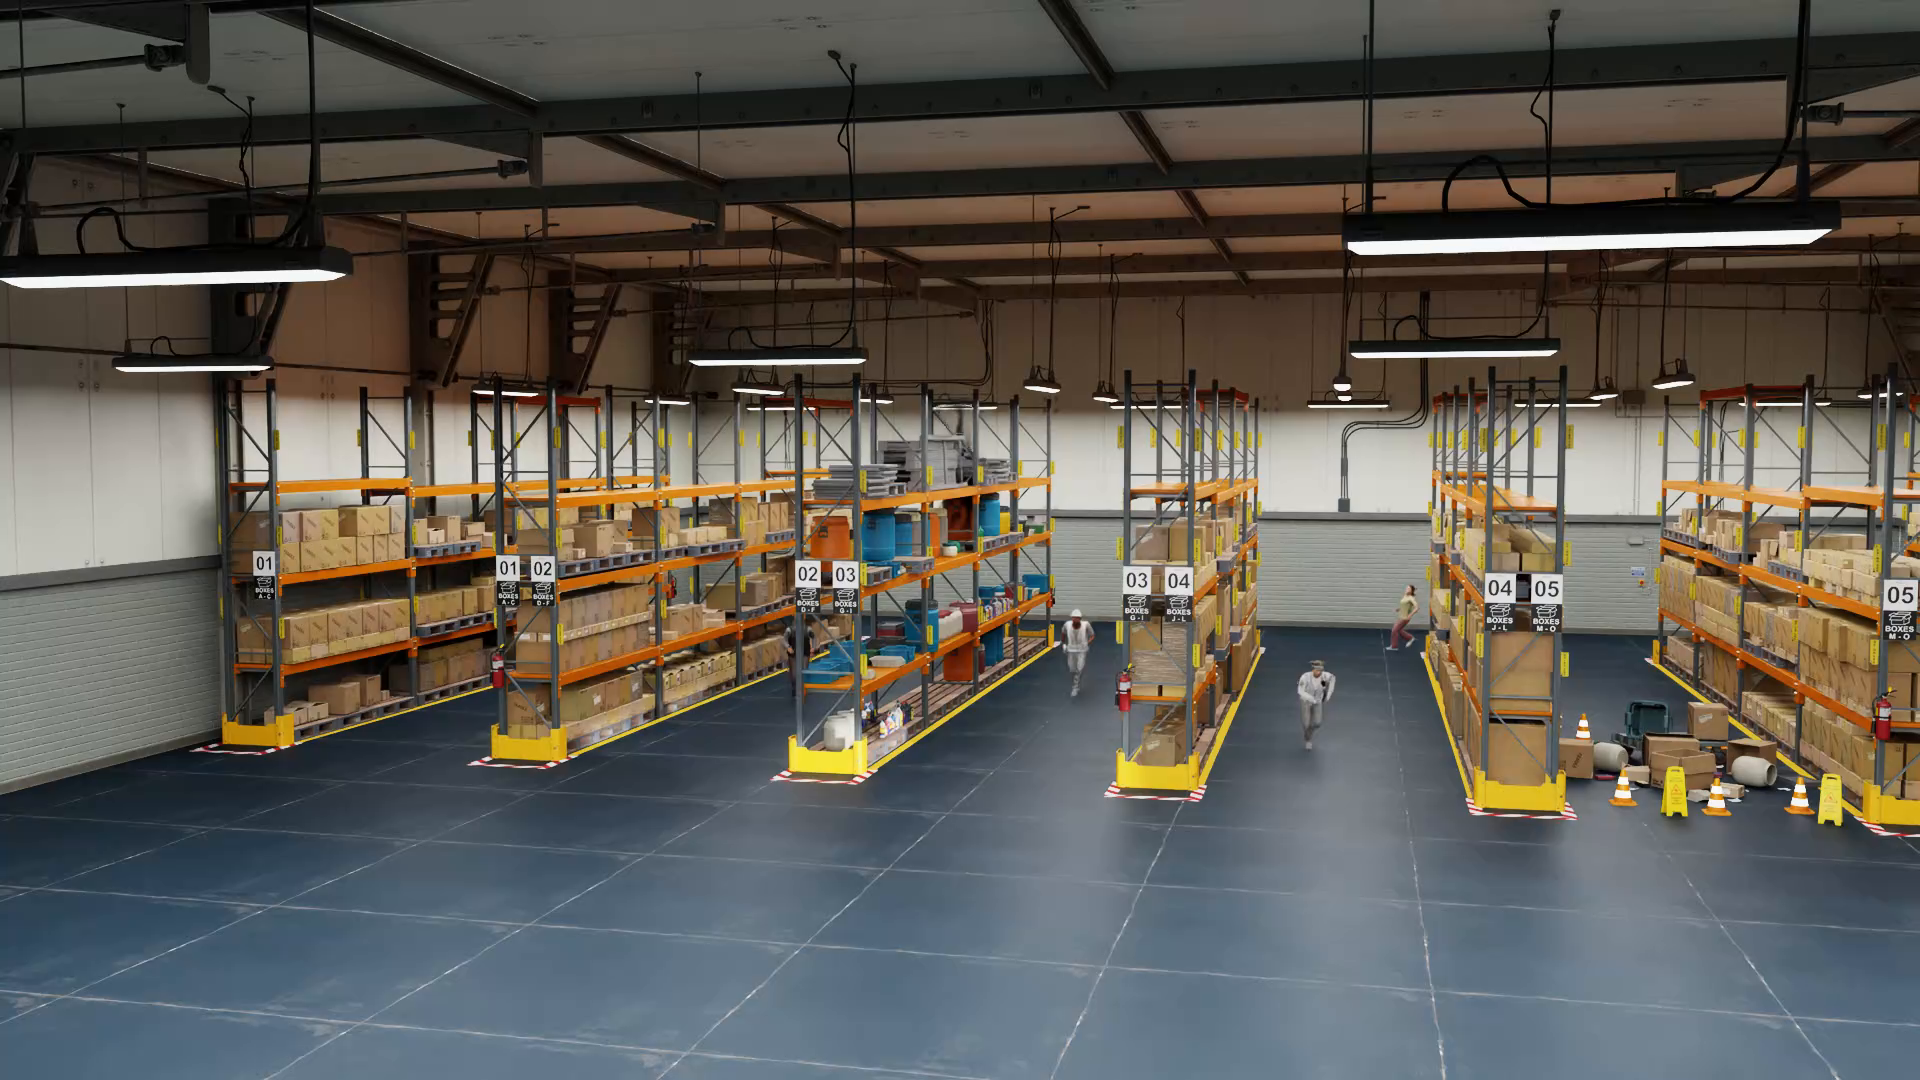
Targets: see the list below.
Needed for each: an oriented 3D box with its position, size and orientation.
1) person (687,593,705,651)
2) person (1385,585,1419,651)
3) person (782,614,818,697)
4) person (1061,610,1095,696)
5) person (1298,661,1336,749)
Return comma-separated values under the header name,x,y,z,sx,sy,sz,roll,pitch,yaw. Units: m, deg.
name,x,y,z,sx,sy,sz,roll,pitch,yaw
person,-5.865,1.955,36.947,0.625,1.654,0.724,1,3,10
person,10.476,1.840,39.277,0.726,1.595,0.646,0,3,-3
person,-3.062,2.248,31.742,0.683,1.725,0.794,0,3,-3
person,2.323,2.205,32.733,0.678,1.710,0.815,1,3,9
person,5.755,2.658,26.831,0.639,1.490,0.747,0,3,-1
